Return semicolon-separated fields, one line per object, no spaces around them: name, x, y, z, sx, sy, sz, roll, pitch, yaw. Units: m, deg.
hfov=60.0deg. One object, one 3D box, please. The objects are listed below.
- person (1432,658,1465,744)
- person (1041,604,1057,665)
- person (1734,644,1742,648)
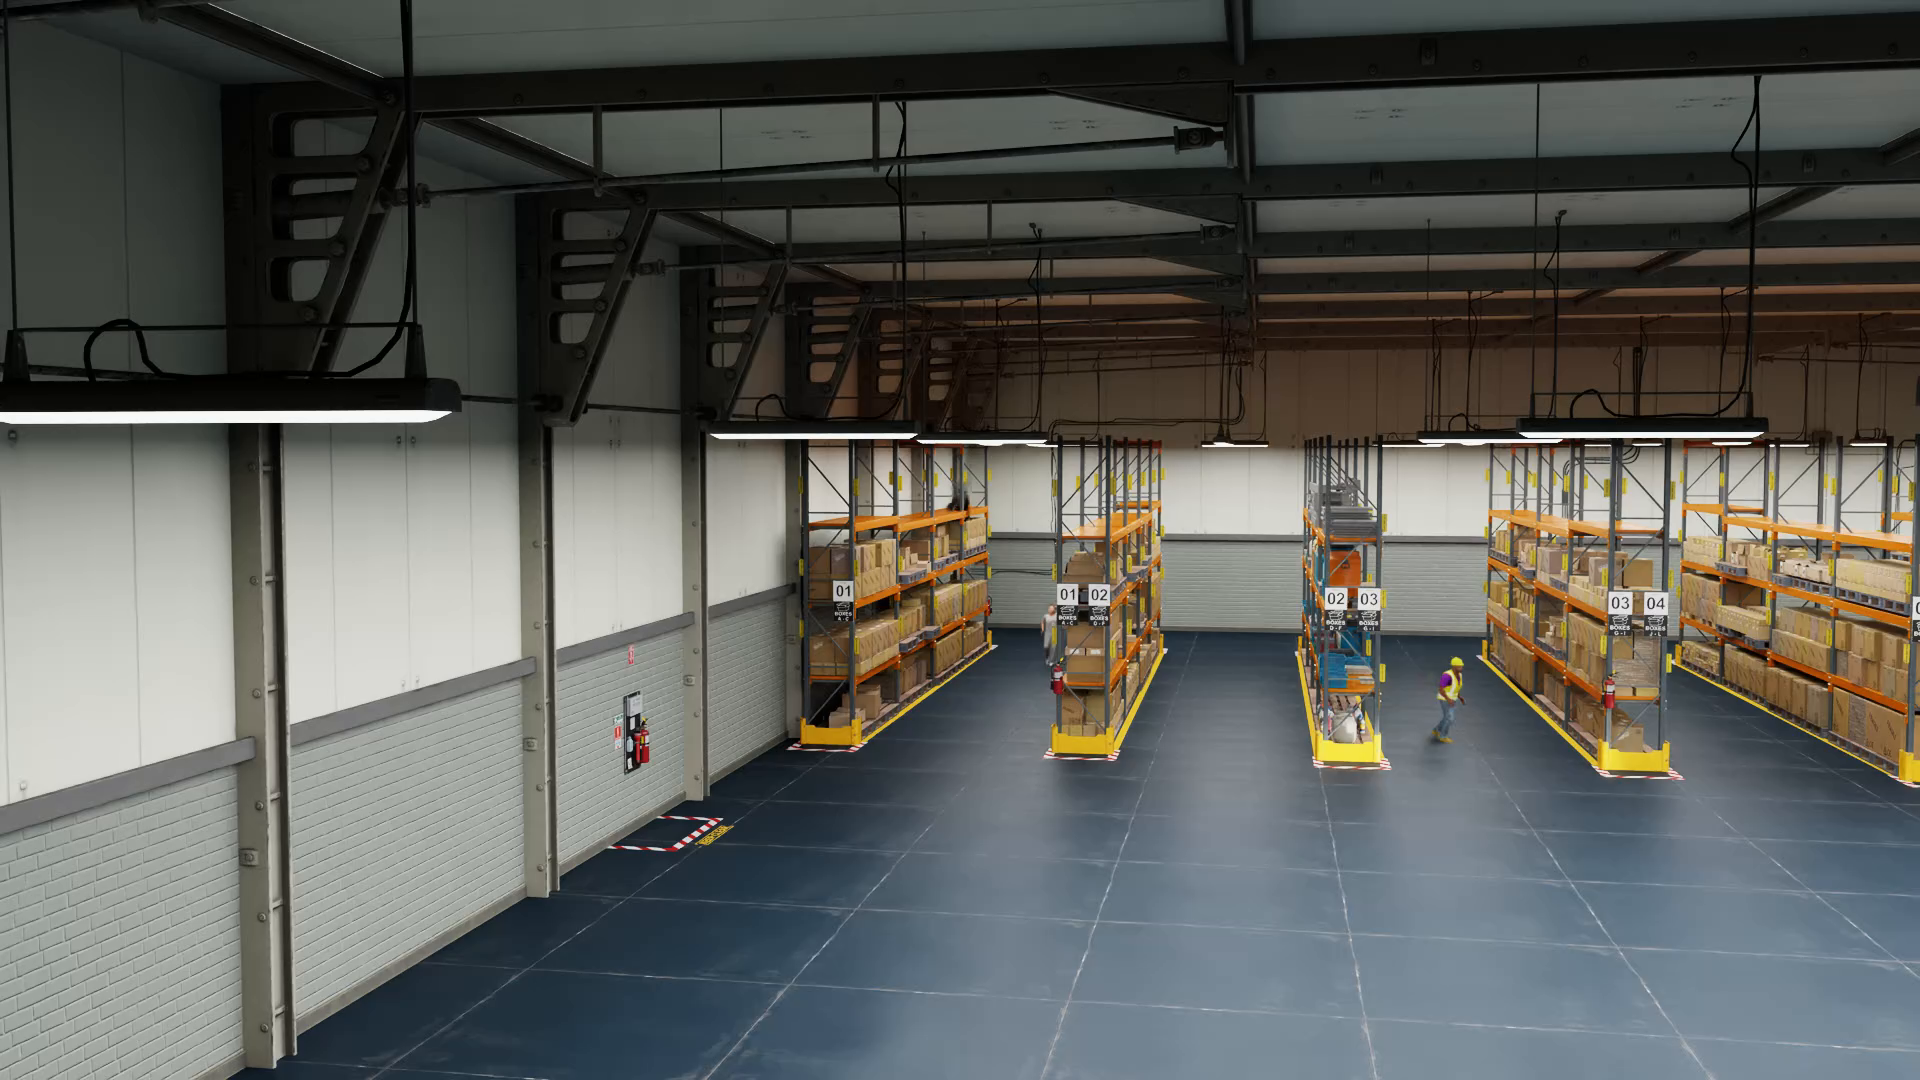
person;9.509;3.127;32.504;0.668;1.696;0.831;-3;4;-40
person;2.392;2.513;43.933;0.535;1.632;0.622;0;3;8
person;21.191;2.486;44.960;0.638;1.645;0.828;-1;3;-26
